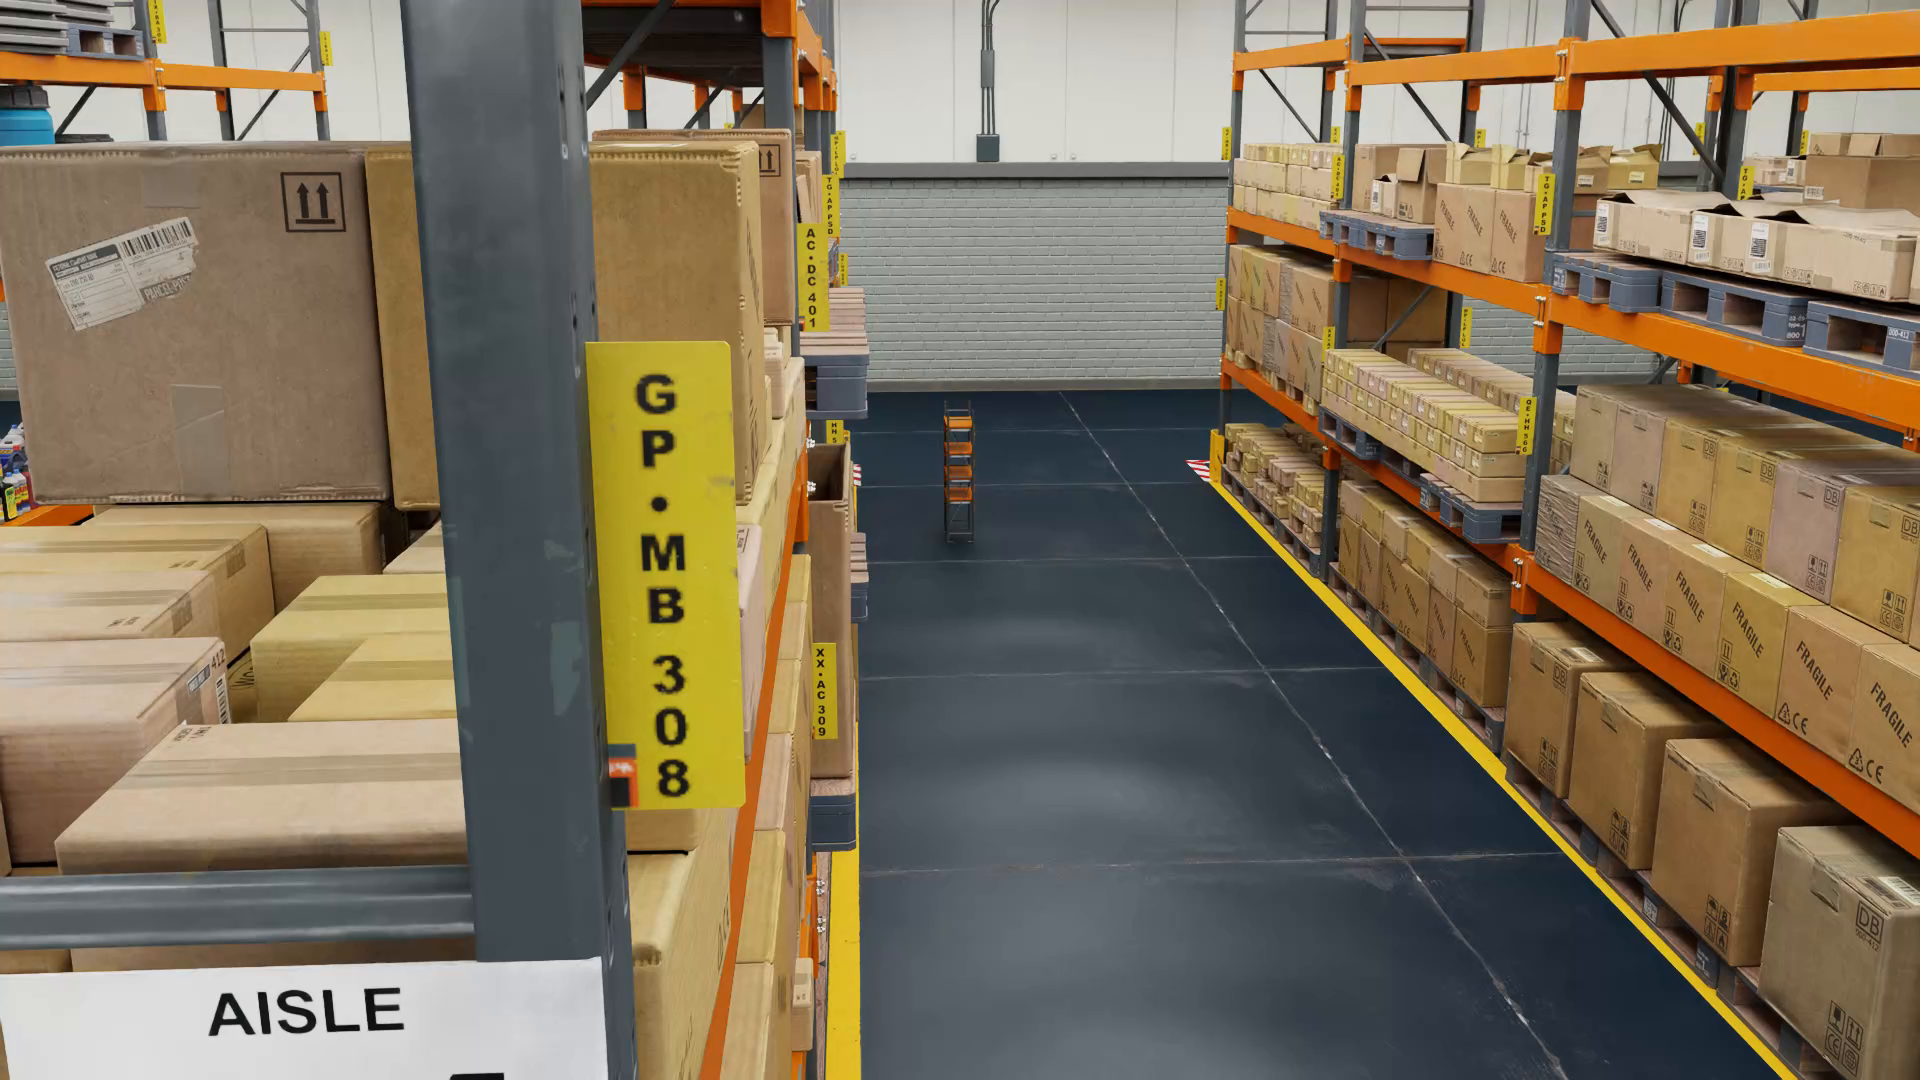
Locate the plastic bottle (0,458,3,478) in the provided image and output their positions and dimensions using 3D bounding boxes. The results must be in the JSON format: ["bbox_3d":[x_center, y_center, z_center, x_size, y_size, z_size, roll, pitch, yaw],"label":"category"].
[{"bbox_3d":[-6.585,-0.496,11.332,0.097,0.201,0.097,0,14,0],"label":"plastic bottle"}]

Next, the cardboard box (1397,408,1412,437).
[{"bbox_3d":[3.153,-0.790,11.141,0.380,0.149,0.250,-1,14,-2],"label":"cardboard box"}]

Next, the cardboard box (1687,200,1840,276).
[{"bbox_3d":[3.608,-1.353,7.381,0.500,0.311,0.500,-1,14,-4],"label":"cardboard box"}]

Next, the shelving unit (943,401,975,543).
[{"bbox_3d":[-0.010,-0.622,15.037,0.258,1.200,0.503,-1,14,-3],"label":"shelving unit"}]

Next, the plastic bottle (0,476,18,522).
[{"bbox_3d":[-5.890,-0.262,10.260,0.061,0.283,0.133,-1,14,-3],"label":"plastic bottle"}]

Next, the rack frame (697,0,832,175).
[{"bbox_3d":[-1.485,-3.976,12.421,1.000,3.000,0.127,-1,14,-3],"label":"rack frame"}]

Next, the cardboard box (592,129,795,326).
[{"bbox_3d":[-0.707,-0.861,4.531,0.500,0.500,0.500,-1,14,-5],"label":"cardboard box"}]

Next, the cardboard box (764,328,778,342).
[{"bbox_3d":[-0.653,-0.449,4.233,0.380,0.149,0.250,-2,15,-6],"label":"cardboard box"}]

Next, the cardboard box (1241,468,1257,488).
[{"bbox_3d":[2.964,-0.614,16.271,0.380,0.149,0.250,-1,14,-3],"label":"cardboard box"}]

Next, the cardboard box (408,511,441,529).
[{"bbox_3d":[-1.114,-0.116,2.940,0.380,0.149,0.250,-2,15,-6],"label":"cardboard box"}]

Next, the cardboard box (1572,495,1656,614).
[{"bbox_3d":[3.512,0.066,8.548,0.500,0.500,0.500,-1,14,-4],"label":"cardboard box"}]

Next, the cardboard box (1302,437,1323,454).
[{"bbox_3d":[3.564,-0.909,16.224,0.380,0.149,0.250,-1,15,-6],"label":"cardboard box"}]

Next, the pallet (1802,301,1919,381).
[{"bbox_3d":[3.862,-0.720,6.169,0.805,0.209,1.217,-1,15,-6],"label":"pallet"}]

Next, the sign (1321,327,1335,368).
[{"bbox_3d":[2.931,-1.531,13.221,0.100,0.325,0.005,-1,14,-3],"label":"sign"}]

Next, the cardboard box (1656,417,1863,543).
[{"bbox_3d":[3.804,-0.295,7.946,0.700,0.500,0.500,-1,14,-4],"label":"cardboard box"}]

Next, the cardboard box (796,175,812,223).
[{"bbox_3d":[-0.979,-1.140,6.368,0.797,0.503,0.637,0,14,-1],"label":"cardboard box"}]

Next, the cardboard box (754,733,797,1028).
[{"bbox_3d":[-0.597,0.723,3.393,0.500,0.500,0.500,-1,14,-3],"label":"cardboard box"}]

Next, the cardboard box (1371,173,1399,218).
[{"bbox_3d":[3.317,-2.513,12.090,0.500,0.311,0.500,-1,14,-4],"label":"cardboard box"}]

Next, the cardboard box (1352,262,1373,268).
[{"bbox_3d":[3.640,-2.170,14.634,0.500,0.500,0.500,-1,14,-3],"label":"cardboard box"}]

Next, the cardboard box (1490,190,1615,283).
[{"bbox_3d":[3.431,-1.767,9.653,0.500,0.500,0.500,-1,14,-3],"label":"cardboard box"}]

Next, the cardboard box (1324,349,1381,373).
[{"bbox_3d":[3.037,-1.387,12.865,0.380,0.149,0.250,0,14,-1],"label":"cardboard box"}]

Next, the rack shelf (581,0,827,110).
[{"bbox_3d":[-1.113,-1.942,6.761,1.077,0.370,4.000,-1,14,-3],"label":"rack shelf"}]

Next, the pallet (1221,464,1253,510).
[{"bbox_3d":[3.244,-0.545,16.722,1.003,0.211,1.213,-1,14,-3],"label":"pallet"}]

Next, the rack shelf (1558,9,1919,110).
[{"bbox_3d":[3.844,-1.993,6.961,1.077,0.370,4.000,-1,14,-3],"label":"rack shelf"}]

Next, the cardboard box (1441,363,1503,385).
[{"bbox_3d":[3.740,-1.199,12.134,0.380,0.149,0.250,-1,14,-4],"label":"cardboard box"}]

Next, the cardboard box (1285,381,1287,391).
[{"bbox_3d":[3.138,-1.394,14.927,0.380,0.149,0.250,-1,14,-4],"label":"cardboard box"}]

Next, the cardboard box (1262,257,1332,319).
[{"bbox_3d":[3.070,-2.296,15.127,0.500,0.500,0.500,-1,14,-5],"label":"cardboard box"}]

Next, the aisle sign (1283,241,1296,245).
[{"bbox_3d":[3.519,-3.399,17.000,0.394,0.787,0.004,-1,14,-3],"label":"aisle sign"}]

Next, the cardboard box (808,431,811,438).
[{"bbox_3d":[-1.030,-0.378,10.274,0.500,0.500,0.500,-1,14,-5],"label":"cardboard box"}]

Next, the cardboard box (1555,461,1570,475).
[{"bbox_3d":[3.877,-0.390,10.185,0.380,0.149,0.250,0,14,-1],"label":"cardboard box"}]

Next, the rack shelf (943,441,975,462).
[{"bbox_3d":[-0.010,-0.774,14.998,0.258,0.148,0.480,-1,14,-3],"label":"rack shelf"}]

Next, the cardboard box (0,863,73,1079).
[{"bbox_3d":[-1.025,0.417,1.665,0.500,0.250,0.500,-1,14,-2],"label":"cardboard box"}]

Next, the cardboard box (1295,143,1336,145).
[{"bbox_3d":[3.477,-3.792,16.221,0.380,0.149,0.250,-1,14,-3],"label":"cardboard box"}]

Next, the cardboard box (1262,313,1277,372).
[{"bbox_3d":[3.090,-1.812,15.253,0.500,0.500,0.500,-1,14,-5],"label":"cardboard box"}]

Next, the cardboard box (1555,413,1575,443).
[{"bbox_3d":[3.865,-0.682,10.125,0.380,0.149,0.250,-1,14,-5],"label":"cardboard box"}]

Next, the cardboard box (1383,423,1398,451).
[{"bbox_3d":[3.136,-0.712,11.434,0.380,0.149,0.250,-2,15,-6],"label":"cardboard box"}]

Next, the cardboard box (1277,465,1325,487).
[{"bbox_3d":[3.065,-0.574,14.922,0.380,0.149,0.250,-2,15,-6],"label":"cardboard box"}]

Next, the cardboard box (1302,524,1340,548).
[{"bbox_3d":[3.108,-0.037,14.030,0.380,0.149,0.250,-1,14,-3],"label":"cardboard box"}]

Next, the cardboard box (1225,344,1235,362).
[{"bbox_3d":[2.917,-1.910,16.934,0.380,0.149,0.250,-1,14,-4],"label":"cardboard box"}]

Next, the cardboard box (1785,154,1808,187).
[{"bbox_3d":[8.201,-3.507,15.752,0.500,0.311,0.500,-1,14,-2],"label":"cardboard box"}]

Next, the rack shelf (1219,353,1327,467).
[{"bbox_3d":[3.348,-1.271,15.391,1.077,0.370,4.000,-1,14,-3],"label":"rack shelf"}]

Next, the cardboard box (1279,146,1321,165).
[{"bbox_3d":[3.038,-3.395,14.680,0.380,0.149,0.250,-1,14,-4],"label":"cardboard box"}]

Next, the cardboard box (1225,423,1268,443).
[{"bbox_3d":[2.918,-1.092,16.937,0.380,0.149,0.250,-2,15,-6],"label":"cardboard box"}]

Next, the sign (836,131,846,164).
[{"bbox_3d":[-1.190,-3.914,16.580,0.100,0.325,0.005,-1,14,-3],"label":"sign"}]

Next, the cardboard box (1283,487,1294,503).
[{"bbox_3d":[3.119,-0.423,14.932,0.380,0.149,0.250,-1,14,-2],"label":"cardboard box"}]

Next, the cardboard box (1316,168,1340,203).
[{"bbox_3d":[3.190,-2.855,13.382,0.500,0.250,0.500,-2,15,-6],"label":"cardboard box"}]

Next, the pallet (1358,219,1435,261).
[{"bbox_3d":[3.471,-2.071,11.413,1.213,0.211,1.003,-1,14,-3],"label":"pallet"}]

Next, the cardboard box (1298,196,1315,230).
[{"bbox_3d":[3.153,-2.745,13.955,0.500,0.250,0.500,-1,14,-4],"label":"cardboard box"}]

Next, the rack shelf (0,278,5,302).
[{"bbox_3d":[-6.304,-1.601,10.654,1.077,0.370,4.000,-1,14,-3],"label":"rack shelf"}]

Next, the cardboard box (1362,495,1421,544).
[{"bbox_3d":[3.290,-0.158,12.290,0.500,0.250,0.500,0,14,-2],"label":"cardboard box"}]

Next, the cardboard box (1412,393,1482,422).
[{"bbox_3d":[3.173,-0.866,10.841,0.380,0.149,0.250,-1,14,-3],"label":"cardboard box"}]

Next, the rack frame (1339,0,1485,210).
[{"bbox_3d":[3.472,-4.028,12.621,1.000,3.000,0.127,-1,14,-3],"label":"rack frame"}]

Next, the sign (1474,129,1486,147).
[{"bbox_3d":[4.026,-3.026,12.918,0.100,0.325,0.005,-1,14,-3],"label":"sign"}]

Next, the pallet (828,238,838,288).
[{"bbox_3d":[-1.330,-1.597,9.571,1.213,0.211,1.003,0,14,-1],"label":"pallet"}]
